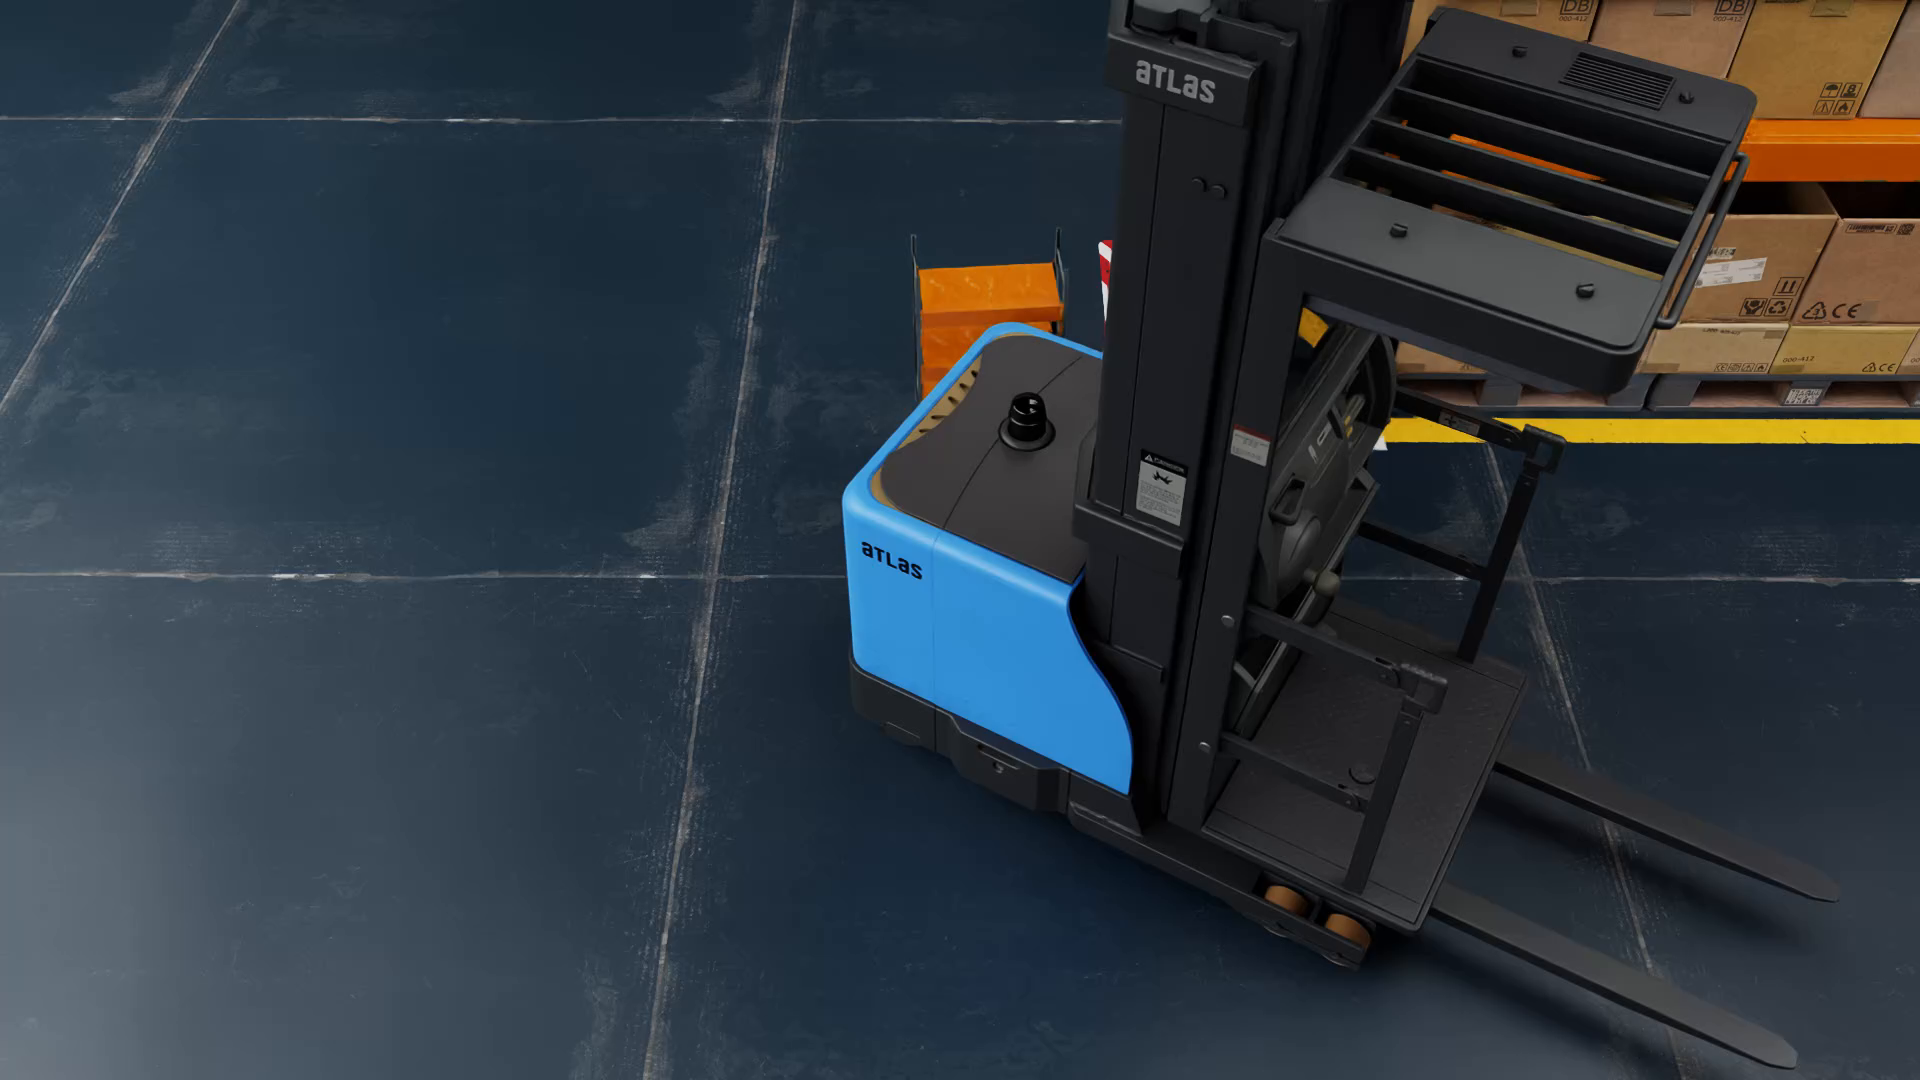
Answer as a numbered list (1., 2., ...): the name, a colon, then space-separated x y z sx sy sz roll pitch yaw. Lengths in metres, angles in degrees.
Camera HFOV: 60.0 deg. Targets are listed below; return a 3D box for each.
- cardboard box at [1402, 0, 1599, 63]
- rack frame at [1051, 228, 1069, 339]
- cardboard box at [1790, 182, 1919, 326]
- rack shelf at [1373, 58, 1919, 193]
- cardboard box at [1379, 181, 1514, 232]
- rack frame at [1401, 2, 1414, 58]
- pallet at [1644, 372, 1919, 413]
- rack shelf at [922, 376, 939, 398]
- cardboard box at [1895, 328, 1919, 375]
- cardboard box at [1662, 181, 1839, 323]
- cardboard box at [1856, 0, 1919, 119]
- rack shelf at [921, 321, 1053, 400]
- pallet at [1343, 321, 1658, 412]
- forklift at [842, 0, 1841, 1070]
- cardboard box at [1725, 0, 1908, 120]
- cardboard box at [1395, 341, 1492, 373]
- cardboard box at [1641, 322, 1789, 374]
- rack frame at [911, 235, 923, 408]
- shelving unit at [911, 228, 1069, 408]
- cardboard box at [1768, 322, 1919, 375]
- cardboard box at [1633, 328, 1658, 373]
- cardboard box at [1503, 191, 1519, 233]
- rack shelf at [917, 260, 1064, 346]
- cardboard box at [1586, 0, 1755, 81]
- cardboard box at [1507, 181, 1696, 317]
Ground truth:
1. cardboard box: 1.874 -1.904 5.905 0.500 0.500 0.700 0 47 0
2. rack frame: 0.341 -0.545 5.933 0.015 1.200 0.240 -3 46 -3
3. cardboard box: 3.443 -1.172 6.371 0.500 0.500 0.500 0 47 0
4. rack shelf: 3.407 -1.630 6.209 4.000 0.370 1.077 0 47 0
5. cardboard box: 1.945 -1.559 6.731 0.500 0.500 0.500 0 47 0
6. rack frame: 1.407 -1.880 5.951 0.127 3.000 1.000 0 47 0
7. pallet: 3.389 -0.954 6.993 1.213 0.211 1.003 0 47 0
8. rack shelf: 0.098 -0.484 5.968 0.480 0.148 0.258 -3 46 -3
9. cardboard box: 3.943 -0.916 6.645 0.500 0.250 0.500 0 47 0
10. cardboard box: 2.943 -1.186 6.384 0.500 0.500 0.500 0 47 0
11. cardboard box: 3.422 -1.902 5.903 0.500 0.500 0.700 1 47 1
12. rack shelf: 0.097 -0.640 5.808 0.480 0.148 0.258 -3 46 -3
13. pallet: 2.172 -0.959 6.998 1.213 0.211 1.003 0 47 0
14. forklift: 1.165 -0.158 4.394 3.031 2.935 1.130 23 51 20
15. cardboard box: 2.896 -1.900 5.901 0.500 0.500 0.700 0 47 0
16. cardboard box: 1.943 -0.922 6.651 0.500 0.250 0.500 0 47 0
17. cardboard box: 2.943 -0.922 6.651 0.500 0.250 0.500 0 47 0
18. rack frame: -0.145 -0.516 5.906 0.015 1.200 0.240 -3 46 -3
19. shelving unit: 0.098 -0.531 5.920 0.503 1.200 0.258 -3 46 -3
20. cardboard box: 3.443 -0.917 6.646 0.500 0.250 0.500 0 47 0
21. cardboard box: 2.443 -0.924 6.652 0.500 0.250 0.500 0 47 0
22. cardboard box: 2.445 -1.309 7.011 0.500 0.250 0.500 0 47 0
23. rack shelf: 0.097 -0.805 5.639 0.480 0.148 0.258 -3 46 -3
24. cardboard box: 2.399 -1.906 5.907 0.500 0.500 0.700 1 47 1
25. cardboard box: 2.443 -1.178 6.376 0.500 0.500 0.500 0 47 0
